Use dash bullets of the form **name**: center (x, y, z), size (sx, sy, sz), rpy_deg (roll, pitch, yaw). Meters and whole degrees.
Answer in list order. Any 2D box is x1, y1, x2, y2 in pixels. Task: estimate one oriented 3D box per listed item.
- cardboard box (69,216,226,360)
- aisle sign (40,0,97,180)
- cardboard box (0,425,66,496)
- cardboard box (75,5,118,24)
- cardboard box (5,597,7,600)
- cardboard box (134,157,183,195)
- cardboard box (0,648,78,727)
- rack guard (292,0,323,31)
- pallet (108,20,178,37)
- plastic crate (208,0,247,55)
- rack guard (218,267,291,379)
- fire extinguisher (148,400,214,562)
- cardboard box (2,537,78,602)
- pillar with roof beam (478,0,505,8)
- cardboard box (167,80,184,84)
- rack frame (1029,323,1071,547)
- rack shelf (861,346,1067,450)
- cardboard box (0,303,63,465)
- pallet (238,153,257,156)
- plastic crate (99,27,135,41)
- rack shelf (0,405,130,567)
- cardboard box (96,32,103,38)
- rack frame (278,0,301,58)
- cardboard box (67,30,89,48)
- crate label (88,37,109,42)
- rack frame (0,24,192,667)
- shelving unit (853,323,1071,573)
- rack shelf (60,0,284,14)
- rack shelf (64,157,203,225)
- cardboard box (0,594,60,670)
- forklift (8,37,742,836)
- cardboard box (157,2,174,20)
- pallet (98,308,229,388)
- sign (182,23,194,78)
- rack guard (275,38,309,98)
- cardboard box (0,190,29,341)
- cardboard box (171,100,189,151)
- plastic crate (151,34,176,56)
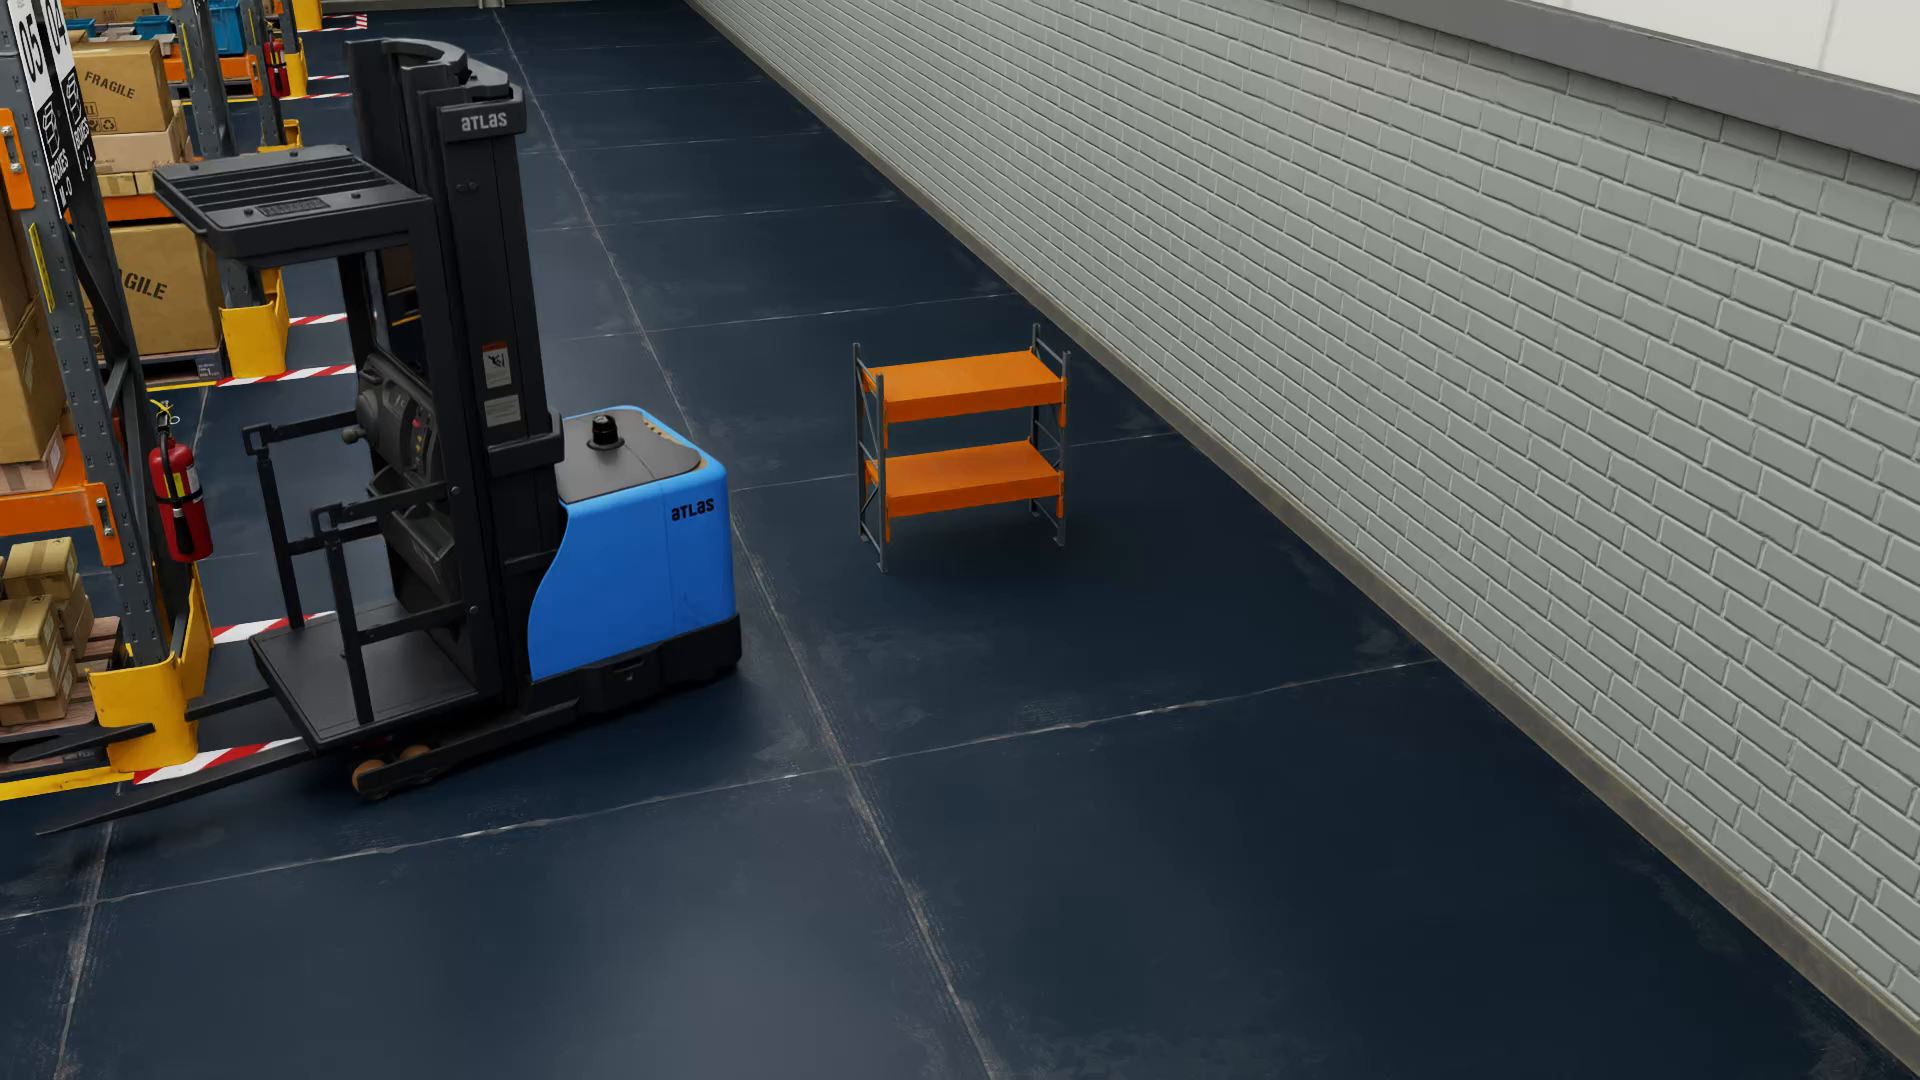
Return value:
- **cardboard box**: center (-5.647, -1.831, 11.481), size (0.875, 0.875, 0.875), rpy_deg (-8, 28, -16)
- **aisle sign**: center (-3.647, -1.906, 6.793), size (0.004, 0.787, 0.394), rpy_deg (-8, 28, -16)
- **cardboard box**: center (-3.846, -0.328, 6.820), size (0.250, 0.149, 0.380), rpy_deg (-8, 28, -16)
- **cardboard box**: center (-12.247, -7.644, 23.613), size (0.500, 0.500, 0.700), rpy_deg (-9, 28, -17)
- **cardboard box**: center (-4.479, 0.328, 7.615), size (0.250, 0.149, 0.380), rpy_deg (-8, 28, -16)
- **cardboard box**: center (-5.300, -2.415, 11.024), size (0.250, 0.149, 0.380), rpy_deg (-8, 27, -15)
- **cardboard box**: center (-4.059, 0.644, 7.312), size (0.250, 0.149, 0.380), rpy_deg (-8, 27, -15)
- **rack guard**: center (-9.642, -7.883, 24.566), size (0.348, 0.500, 1.175), rpy_deg (-8, 28, -16)
- **pallet**: center (-11.559, -7.440, 24.000), size (1.213, 0.211, 1.003), rpy_deg (-8, 28, -16)
- **plastic crate**: center (-6.857, -4.728, 15.293), size (0.499, 0.435, 0.616), rpy_deg (-8, 28, -16)
- **rack guard**: center (-5.040, -1.600, 11.910), size (0.348, 0.500, 1.175), rpy_deg (-8, 28, -16)
- **fire extinguisher**: center (-3.241, -0.243, 6.872), size (0.183, 0.674, 0.296), rpy_deg (-8, 28, -16)
- **cardboard box**: center (-4.227, 0.146, 7.648), size (0.250, 0.149, 0.380), rpy_deg (-10, 28, -18)
- **pillar with roof beam**: center (-6.032, -10.603, 20.489), size (0.400, 9.000, 9.100), rpy_deg (-8, 28, -16)
- **cardboard box**: center (-9.481, -5.573, 19.701), size (0.500, 0.250, 0.500), rpy_deg (-8, 28, -16)
- **rack frame**: center (0.490, -0.575, 9.143), size (0.032, 1.125, 0.500), rpy_deg (-8, 28, -16)
- **rack shelf**: center (0.006, -0.767, 8.872), size (1.000, 0.278, 0.538), rpy_deg (-8, 28, -16)
- **cardboard box**: center (-3.971, -0.612, 6.663), size (0.500, 0.500, 0.500), rpy_deg (-8, 27, -15)
- **pallet**: center (-7.393, -3.464, 15.990), size (1.213, 0.211, 1.003), rpy_deg (-8, 28, -16)
- **plastic crate**: center (-7.909, -4.722, 15.616), size (0.298, 0.136, 0.250), rpy_deg (-8, 28, -16)
- **rack shelf**: center (-5.525, -0.007, 6.701), size (4.000, 0.370, 1.077), rpy_deg (-8, 28, -16)
- **cardboard box**: center (-10.146, -5.694, 19.659), size (0.637, 0.503, 0.797), rpy_deg (-8, 28, -16)
- **rack frame**: center (-8.127, -6.905, 19.786), size (0.127, 3.000, 1.000), rpy_deg (-8, 28, -16)
- **cardboard box**: center (-6.078, -3.097, 11.106), size (0.500, 0.500, 0.500), rpy_deg (-9, 28, -17)
- **crate label**: center (-7.853, -4.448, 15.065), size (0.243, 0.136, 0.396), rpy_deg (-8, 28, -16)
- **rack frame**: center (-3.623, -0.605, 7.095), size (0.127, 3.000, 1.000), rpy_deg (-8, 28, -16)
- **shelving unit**: center (0.006, -0.505, 9.002), size (1.048, 1.125, 0.538), rpy_deg (-8, 28, -16)
- **rack shelf**: center (-10.029, -6.307, 19.391), size (4.000, 0.370, 1.077), rpy_deg (-8, 28, -16)
- **rack shelf**: center (-6.965, -2.118, 10.953), size (4.000, 0.370, 1.077), rpy_deg (-8, 28, -16)
- **cardboard box**: center (-4.048, 0.397, 7.141), size (0.250, 0.149, 0.380), rpy_deg (-8, 27, -16)
- **forklift**: center (-2.540, -0.480, 6.921), size (3.031, 2.935, 1.130), rpy_deg (-18, 31, -31)
- **cardboard box**: center (-11.253, -7.790, 23.908), size (0.500, 0.500, 0.700), rpy_deg (-9, 28, -18)
- **pallet**: center (-5.799, -1.324, 11.679), size (1.213, 0.211, 1.003), rpy_deg (-8, 28, -16)
- **sign**: center (-4.908, -3.109, 10.572), size (0.005, 0.325, 0.100), rpy_deg (-8, 28, -16)
- **rack guard**: center (-8.199, -5.775, 20.320), size (0.348, 0.500, 1.175), rpy_deg (-8, 28, -16)
- **cardboard box**: center (-3.981, -1.063, 6.446), size (0.500, 0.500, 0.500), rpy_deg (-9, 28, -17)
- **cardboard box**: center (-5.603, -2.830, 11.412), size (0.500, 0.250, 0.500), rpy_deg (-9, 28, -17)
- **plastic crate**: center (-7.316, -4.530, 15.231), size (0.243, 0.136, 0.396), rpy_deg (-8, 28, -16)
